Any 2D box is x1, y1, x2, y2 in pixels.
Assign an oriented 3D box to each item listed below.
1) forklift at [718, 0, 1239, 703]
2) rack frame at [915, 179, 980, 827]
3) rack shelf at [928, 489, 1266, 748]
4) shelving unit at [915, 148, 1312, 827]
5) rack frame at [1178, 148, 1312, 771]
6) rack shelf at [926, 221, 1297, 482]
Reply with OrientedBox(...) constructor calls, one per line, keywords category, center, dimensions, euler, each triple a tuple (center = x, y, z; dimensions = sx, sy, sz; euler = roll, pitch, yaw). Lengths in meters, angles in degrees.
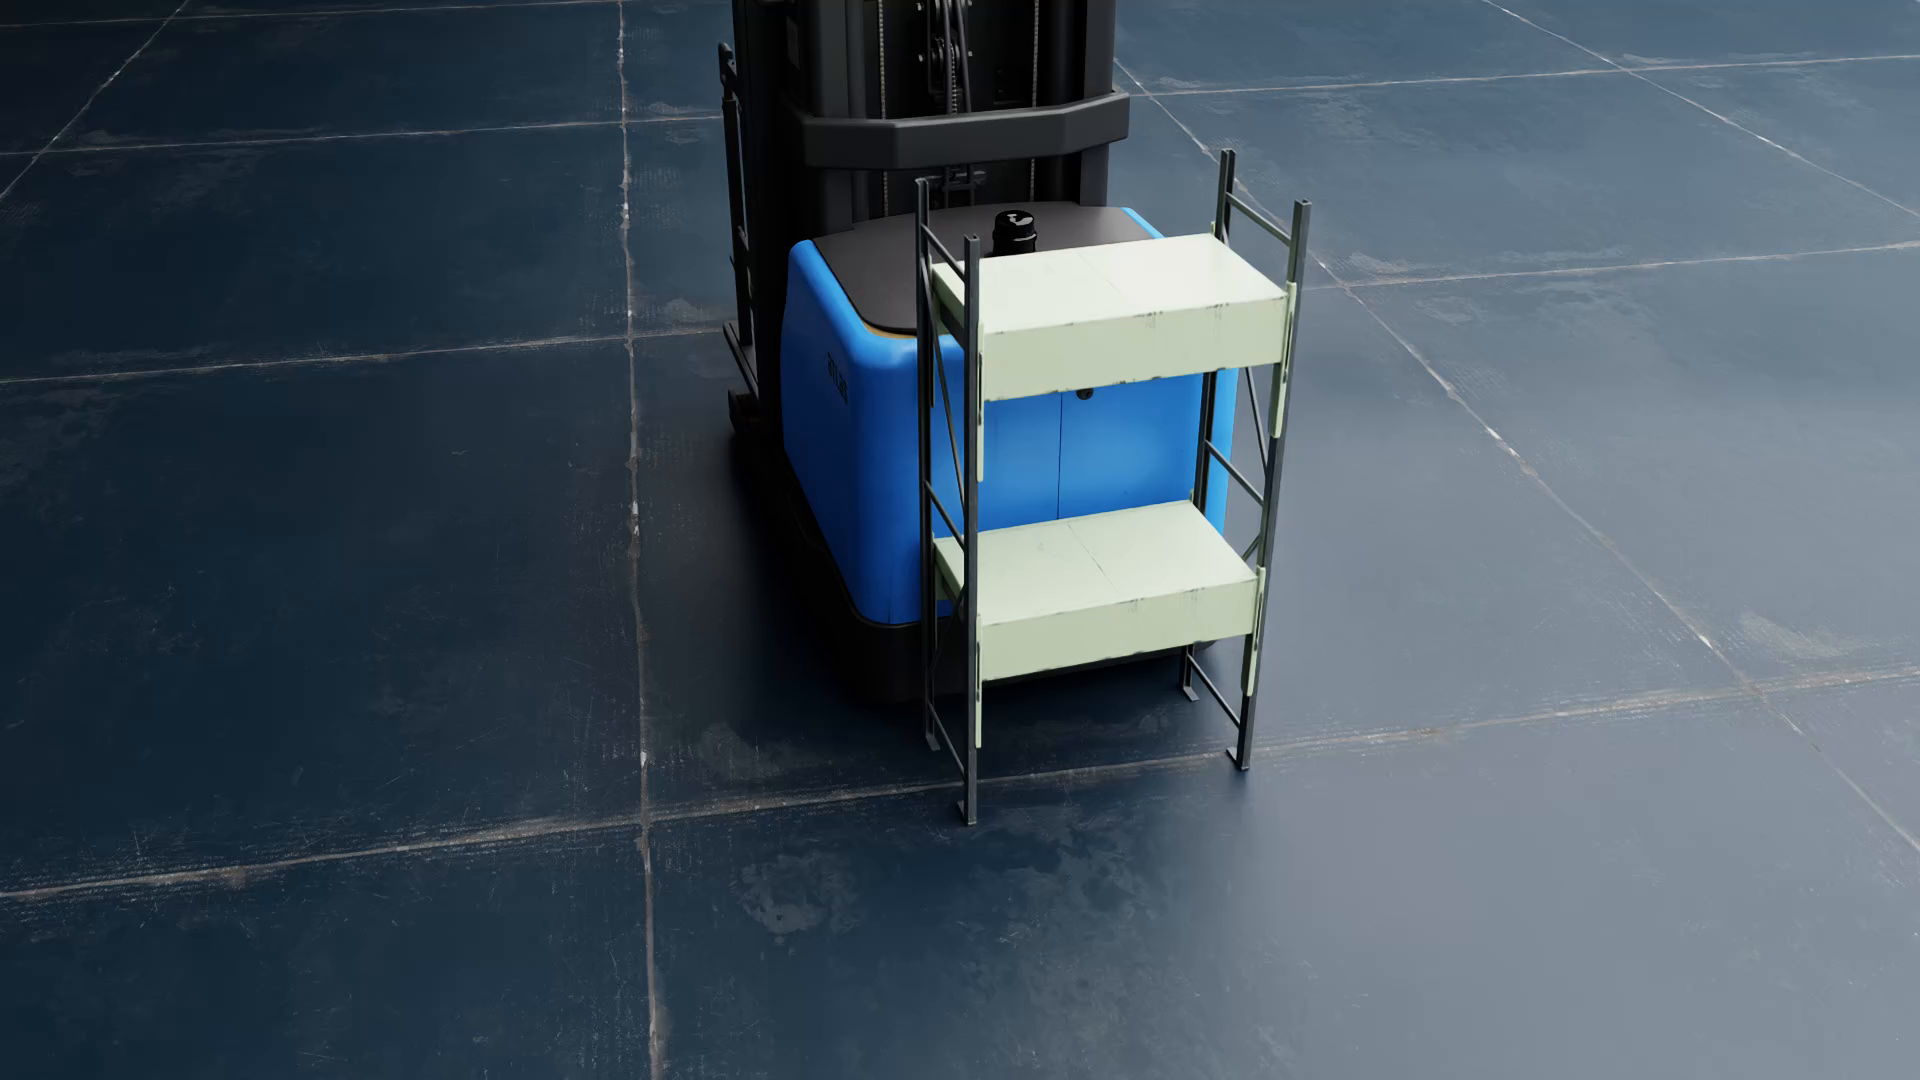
OrientedBox(category="forklift", center=(-0.180, -1.570, 5.028), dimensions=(1.130, 2.935, 3.031), euler=(-9, 32, -14))
OrientedBox(category="rack frame", center=(-0.030, -0.045, 3.847), dimensions=(0.023, 1.500, 0.400), euler=(-9, 32, -15))
OrientedBox(category="rack shelf", center=(0.320, 0.181, 4.105), dimensions=(0.720, 0.370, 0.431), euler=(-9, 32, -15))
OrientedBox(category="shelving unit", center=(0.320, -0.100, 3.940), dimensions=(0.755, 1.500, 0.431), euler=(-9, 32, -15))
OrientedBox(category="rack frame", center=(0.670, -0.155, 4.034), dimensions=(0.023, 1.500, 0.400), euler=(-9, 32, -15))
OrientedBox(category="rack shelf", center=(0.320, -0.437, 3.742), dimensions=(0.720, 0.370, 0.431), euler=(-9, 32, -15))
